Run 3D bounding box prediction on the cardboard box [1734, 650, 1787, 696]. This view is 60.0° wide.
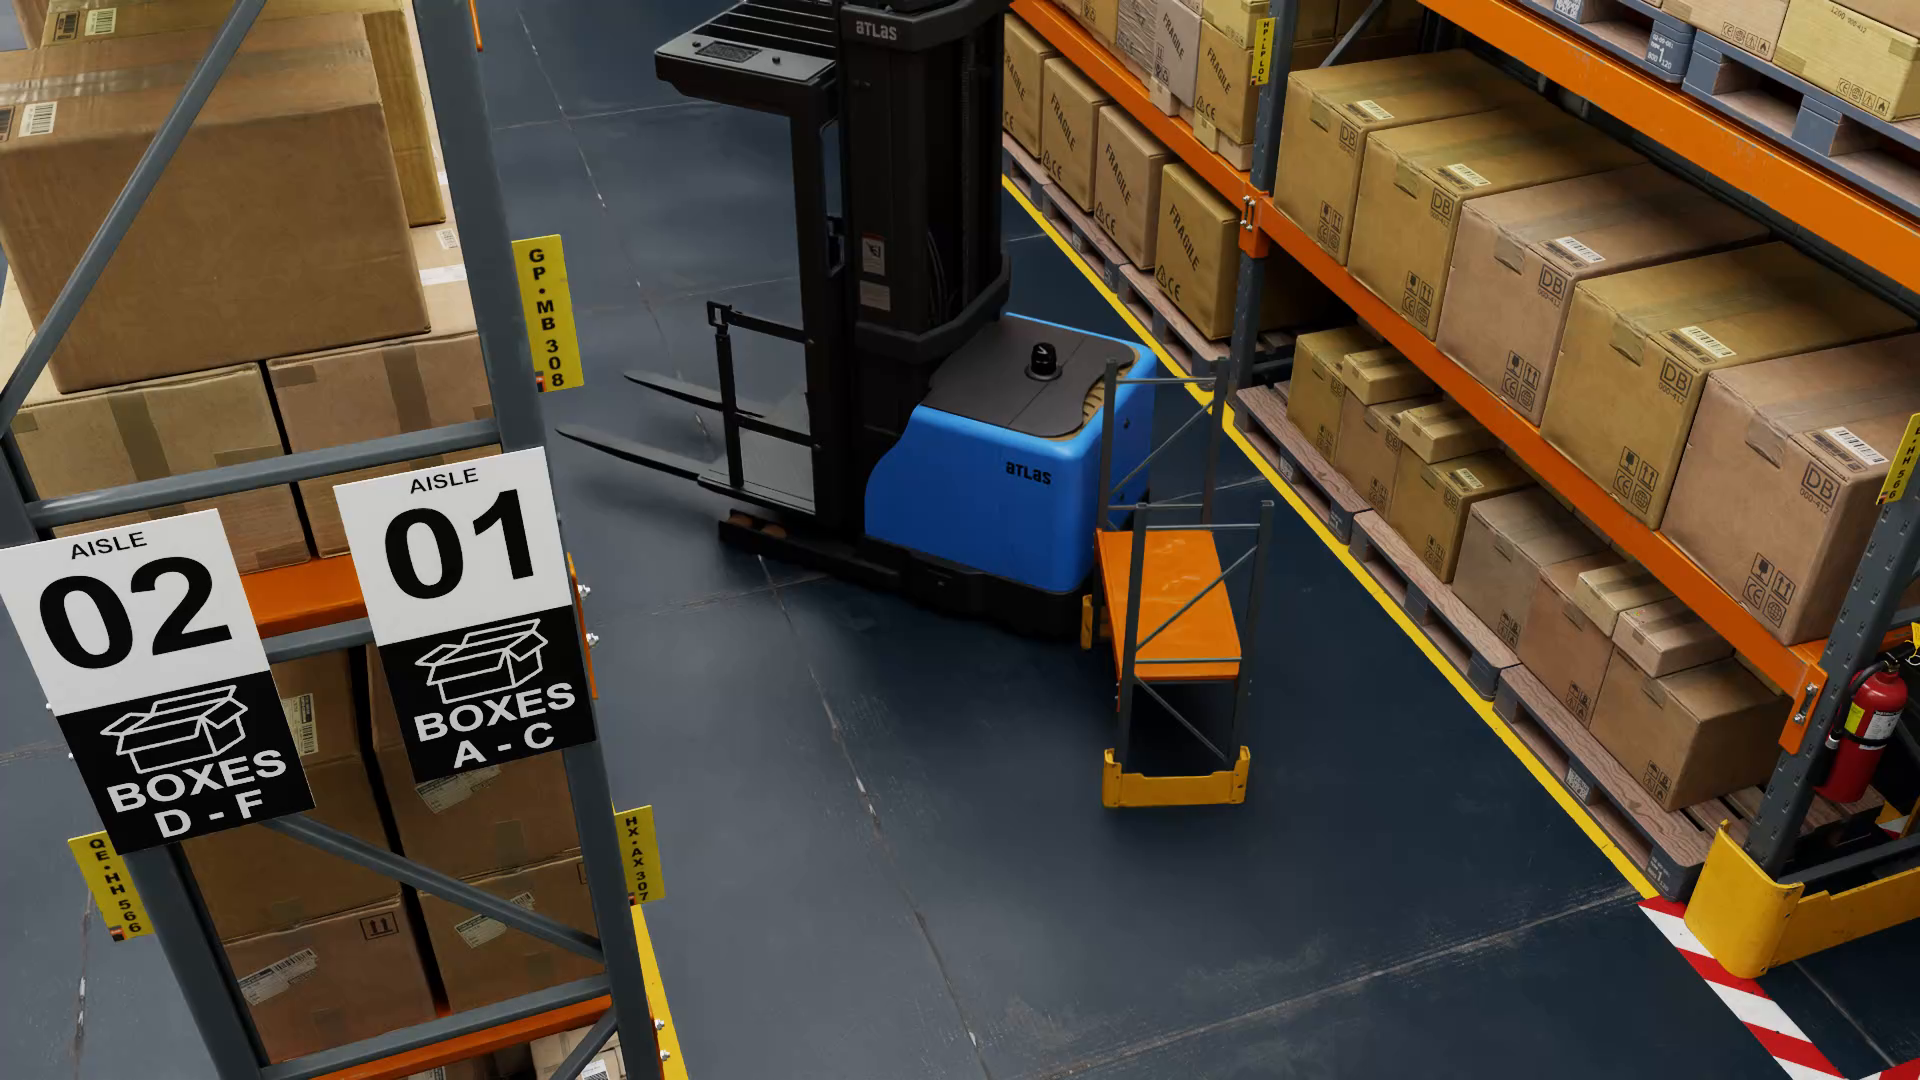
[{"bbox_3d":[3.250,0.433,6.432,0.380,0.149,0.250,-12,39,-16],"label":"cardboard box"}]

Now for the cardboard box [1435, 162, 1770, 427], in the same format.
[{"bbox_3d":[2.654,-1.041,6.949,0.980,0.700,0.700,-14,39,-18],"label":"cardboard box"}]

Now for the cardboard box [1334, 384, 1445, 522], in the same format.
[{"bbox_3d":[2.308,-0.494,8.202,0.700,0.500,0.500,-13,39,-16],"label":"cardboard box"}]

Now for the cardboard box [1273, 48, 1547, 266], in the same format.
[{"bbox_3d":[2.148,-1.863,8.041,0.980,0.700,0.700,-12,39,-15],"label":"cardboard box"}]

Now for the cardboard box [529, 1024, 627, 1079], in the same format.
[{"bbox_3d":[-1.204,1.741,5.495,0.380,0.166,0.250,-12,39,-16],"label":"cardboard box"}]

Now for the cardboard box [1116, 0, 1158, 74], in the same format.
[{"bbox_3d":[1.232,-3.000,9.453,0.500,0.500,0.500,-12,39,-16],"label":"cardboard box"}]

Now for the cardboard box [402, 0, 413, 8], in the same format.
[{"bbox_3d":[-1.912,-1.579,5.129,0.500,0.250,0.500,-12,39,-16],"label":"cardboard box"}]

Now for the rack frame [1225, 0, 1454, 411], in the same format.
[{"bbox_3d":[1.977,-2.053,8.543,1.000,3.000,0.127,-12,39,-16],"label":"rack frame"}]

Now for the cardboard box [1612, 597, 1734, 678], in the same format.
[{"bbox_3d":[2.803,0.369,6.517,0.380,0.149,0.250,-13,39,-16],"label":"cardboard box"}]

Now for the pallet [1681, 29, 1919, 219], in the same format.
[{"bbox_3d":[3.088,-1.373,5.221,1.003,0.211,1.213,-12,39,-16],"label":"pallet"}]

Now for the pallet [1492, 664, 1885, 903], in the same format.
[{"bbox_3d":[3.005,0.885,6.960,1.003,0.211,1.213,-12,39,-16],"label":"pallet"}]

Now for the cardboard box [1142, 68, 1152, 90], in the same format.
[{"bbox_3d":[1.271,-2.675,9.561,0.380,0.149,0.250,-12,39,-16],"label":"cardboard box"}]

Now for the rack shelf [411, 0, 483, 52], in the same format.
[{"bbox_3d":[-1.985,-2.003,4.091,1.077,0.370,4.000,-12,39,-16],"label":"rack shelf"}]

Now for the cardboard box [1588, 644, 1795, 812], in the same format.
[{"bbox_3d":[3.019,0.663,6.666,0.700,0.500,0.500,-12,39,-16],"label":"cardboard box"}]

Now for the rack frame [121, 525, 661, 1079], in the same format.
[{"bbox_3d":[-1.296,1.234,4.179,1.000,3.000,0.127,-12,39,-16],"label":"rack frame"}]

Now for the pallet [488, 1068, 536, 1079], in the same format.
[{"bbox_3d":[-1.598,1.855,5.672,1.003,0.211,1.213,-12,39,-16],"label":"pallet"}]

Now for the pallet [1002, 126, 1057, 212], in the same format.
[{"bbox_3d":[0.801,-2.738,11.770,1.003,0.211,1.213,-12,39,-16],"label":"pallet"}]

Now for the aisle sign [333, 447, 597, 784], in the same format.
[{"bbox_3d":[-0.997,0.174,3.426,0.394,0.787,0.004,-12,39,-16],"label":"aisle sign"}]

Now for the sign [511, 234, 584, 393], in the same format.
[{"bbox_3d":[-0.787,-0.425,3.162,0.100,0.325,0.005,-12,39,-16],"label":"sign"}]

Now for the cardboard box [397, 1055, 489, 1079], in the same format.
[{"bbox_3d":[-1.715,1.801,5.138,0.500,0.500,0.500,-12,39,-16],"label":"cardboard box"}]

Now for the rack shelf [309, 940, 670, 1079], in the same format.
[{"bbox_3d":[-1.985,0.392,5.895,1.077,0.370,4.000,-12,39,-16],"label":"rack shelf"}]

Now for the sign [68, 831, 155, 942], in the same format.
[{"bbox_3d":[-1.824,0.749,3.598,0.100,0.325,0.005,-12,39,-16],"label":"sign"}]

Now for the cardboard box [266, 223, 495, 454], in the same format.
[{"bbox_3d":[-1.229,-0.448,3.628,0.500,0.250,0.500,-12,39,-16],"label":"cardboard box"}]

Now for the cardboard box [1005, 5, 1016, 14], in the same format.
[{"bbox_3d":[0.304,-3.886,12.688,0.700,0.500,0.500,-12,39,-15],"label":"cardboard box"}]

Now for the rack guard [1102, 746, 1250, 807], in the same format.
[{"bbox_3d":[0.882,0.969,6.816,0.587,0.250,0.087,-1,37,-1],"label":"rack guard"}]

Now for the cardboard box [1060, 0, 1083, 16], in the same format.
[{"bbox_3d":[0.869,-3.574,10.215,0.500,0.500,0.500,-13,39,-16],"label":"cardboard box"}]

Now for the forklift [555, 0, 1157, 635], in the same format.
[{"bbox_3d":[-0.623,-1.346,7.661,3.031,2.935,1.130,17,40,21],"label":"forklift"}]

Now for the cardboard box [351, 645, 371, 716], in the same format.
[{"bbox_3d":[-1.882,0.315,4.485,0.500,0.500,0.500,-11,38,-15],"label":"cardboard box"}]

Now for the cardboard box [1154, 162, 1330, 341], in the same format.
[{"bbox_3d":[1.631,-1.702,9.515,0.750,0.750,0.750,-12,39,-15],"label":"cardboard box"}]

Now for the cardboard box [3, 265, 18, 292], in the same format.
[{"bbox_3d":[-1.885,-0.623,3.861,0.500,0.250,0.500,-12,39,-16],"label":"cardboard box"}]

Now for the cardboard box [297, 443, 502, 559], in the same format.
[{"bbox_3d":[-1.234,-0.247,3.776,0.500,0.250,0.500,-12,39,-16],"label":"cardboard box"}]

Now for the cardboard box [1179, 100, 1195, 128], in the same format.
[{"bbox_3d":[1.439,-2.386,9.178,0.380,0.149,0.250,-11,38,-15],"label":"cardboard box"}]

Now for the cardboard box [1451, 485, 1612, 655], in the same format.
[{"bbox_3d":[2.673,0.096,7.419,0.700,0.500,0.500,-14,39,-17],"label":"cardboard box"}]

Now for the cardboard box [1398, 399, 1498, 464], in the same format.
[{"bbox_3d":[2.264,-0.512,7.686,0.380,0.149,0.250,-14,39,-17],"label":"cardboard box"}]

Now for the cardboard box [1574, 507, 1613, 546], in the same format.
[{"bbox_3d":[2.901,-0.138,7.190,0.380,0.149,0.250,-12,39,-15],"label":"cardboard box"}]

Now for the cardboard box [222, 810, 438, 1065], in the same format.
[{"bbox_3d":[-1.706,0.998,4.410,0.500,0.500,0.500,-11,38,-15],"label":"cardboard box"}]

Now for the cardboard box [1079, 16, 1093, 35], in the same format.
[{"bbox_3d":[0.965,-3.265,10.345,0.380,0.149,0.250,-12,39,-15],"label":"cardboard box"}]

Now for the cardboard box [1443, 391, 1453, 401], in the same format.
[{"bbox_3d":[2.549,-0.715,7.956,0.380,0.149,0.250,-14,39,-17],"label":"cardboard box"}]

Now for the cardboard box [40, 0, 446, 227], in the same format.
[{"bbox_3d":[-1.581,-0.990,3.724,0.700,0.500,0.500,-12,39,-16],"label":"cardboard box"}]

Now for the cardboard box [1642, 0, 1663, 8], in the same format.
[{"bbox_3d":[2.488,-2.085,5.785,0.500,0.250,0.500,-14,39,-17],"label":"cardboard box"}]

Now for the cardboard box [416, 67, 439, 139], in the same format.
[{"bbox_3d":[-1.572,-1.013,4.378,0.500,0.250,0.500,-12,39,-16],"label":"cardboard box"}]

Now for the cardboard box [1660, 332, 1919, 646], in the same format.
[{"bbox_3d":[3.169,-0.199,5.833,0.980,0.700,0.700,-11,38,-14],"label":"cardboard box"}]

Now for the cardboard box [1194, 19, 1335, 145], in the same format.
[{"bbox_3d":[1.582,-2.428,8.694,0.500,0.500,0.500,-13,39,-17],"label":"cardboard box"}]

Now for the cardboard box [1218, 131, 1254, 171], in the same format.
[{"bbox_3d":[1.595,-2.093,8.788,0.380,0.149,0.250,-12,39,-16],"label":"cardboard box"}]

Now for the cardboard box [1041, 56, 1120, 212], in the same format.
[{"bbox_3d":[1.026,-2.683,10.817,0.750,0.750,0.750,-13,39,-16],"label":"cardboard box"}]

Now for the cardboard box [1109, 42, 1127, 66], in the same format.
[{"bbox_3d":[1.118,-2.972,9.955,0.380,0.149,0.250,-11,38,-15],"label":"cardboard box"}]

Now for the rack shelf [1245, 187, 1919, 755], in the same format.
[{"bbox_3d":[2.665,-0.636,7.259,1.077,0.370,4.000,-12,39,-16],"label":"rack shelf"}]

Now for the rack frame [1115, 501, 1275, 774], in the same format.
[{"bbox_3d":[0.882,0.471,6.439,0.500,1.500,0.032,-1,37,-1],"label":"rack frame"}]

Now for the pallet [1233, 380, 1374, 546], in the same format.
[{"bbox_3d":[2.165,-0.493,8.790,1.003,0.211,1.213,-12,39,-16],"label":"pallet"}]

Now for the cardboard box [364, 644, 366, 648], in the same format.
[{"bbox_3d":[-1.388,0.196,4.643,0.500,0.500,0.500,-12,39,-15],"label":"cardboard box"}]

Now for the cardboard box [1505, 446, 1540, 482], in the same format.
[{"bbox_3d":[2.725,-0.426,7.573,0.380,0.149,0.250,-13,39,-17],"label":"cardboard box"}]

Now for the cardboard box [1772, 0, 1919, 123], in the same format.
[{"bbox_3d":[2.852,-1.498,5.006,0.500,0.250,0.500,-11,38,-15],"label":"cardboard box"}]

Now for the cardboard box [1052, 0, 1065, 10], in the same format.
[{"bbox_3d":[0.789,-3.558,10.733,0.380,0.149,0.250,-13,39,-16],"label":"cardboard box"}]

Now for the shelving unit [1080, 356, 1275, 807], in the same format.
[{"bbox_3d":[0.866,0.170,6.838,0.587,1.500,1.083,-1,37,-1],"label":"shelving unit"}]

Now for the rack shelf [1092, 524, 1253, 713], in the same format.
[{"bbox_3d":[0.866,0.309,6.953,0.538,0.185,1.000,-1,37,-1],"label":"rack shelf"}]

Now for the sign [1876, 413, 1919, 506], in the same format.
[{"bbox_3d":[2.839,-0.246,4.985,0.100,0.325,0.005,-12,39,-16],"label":"sign"}]
